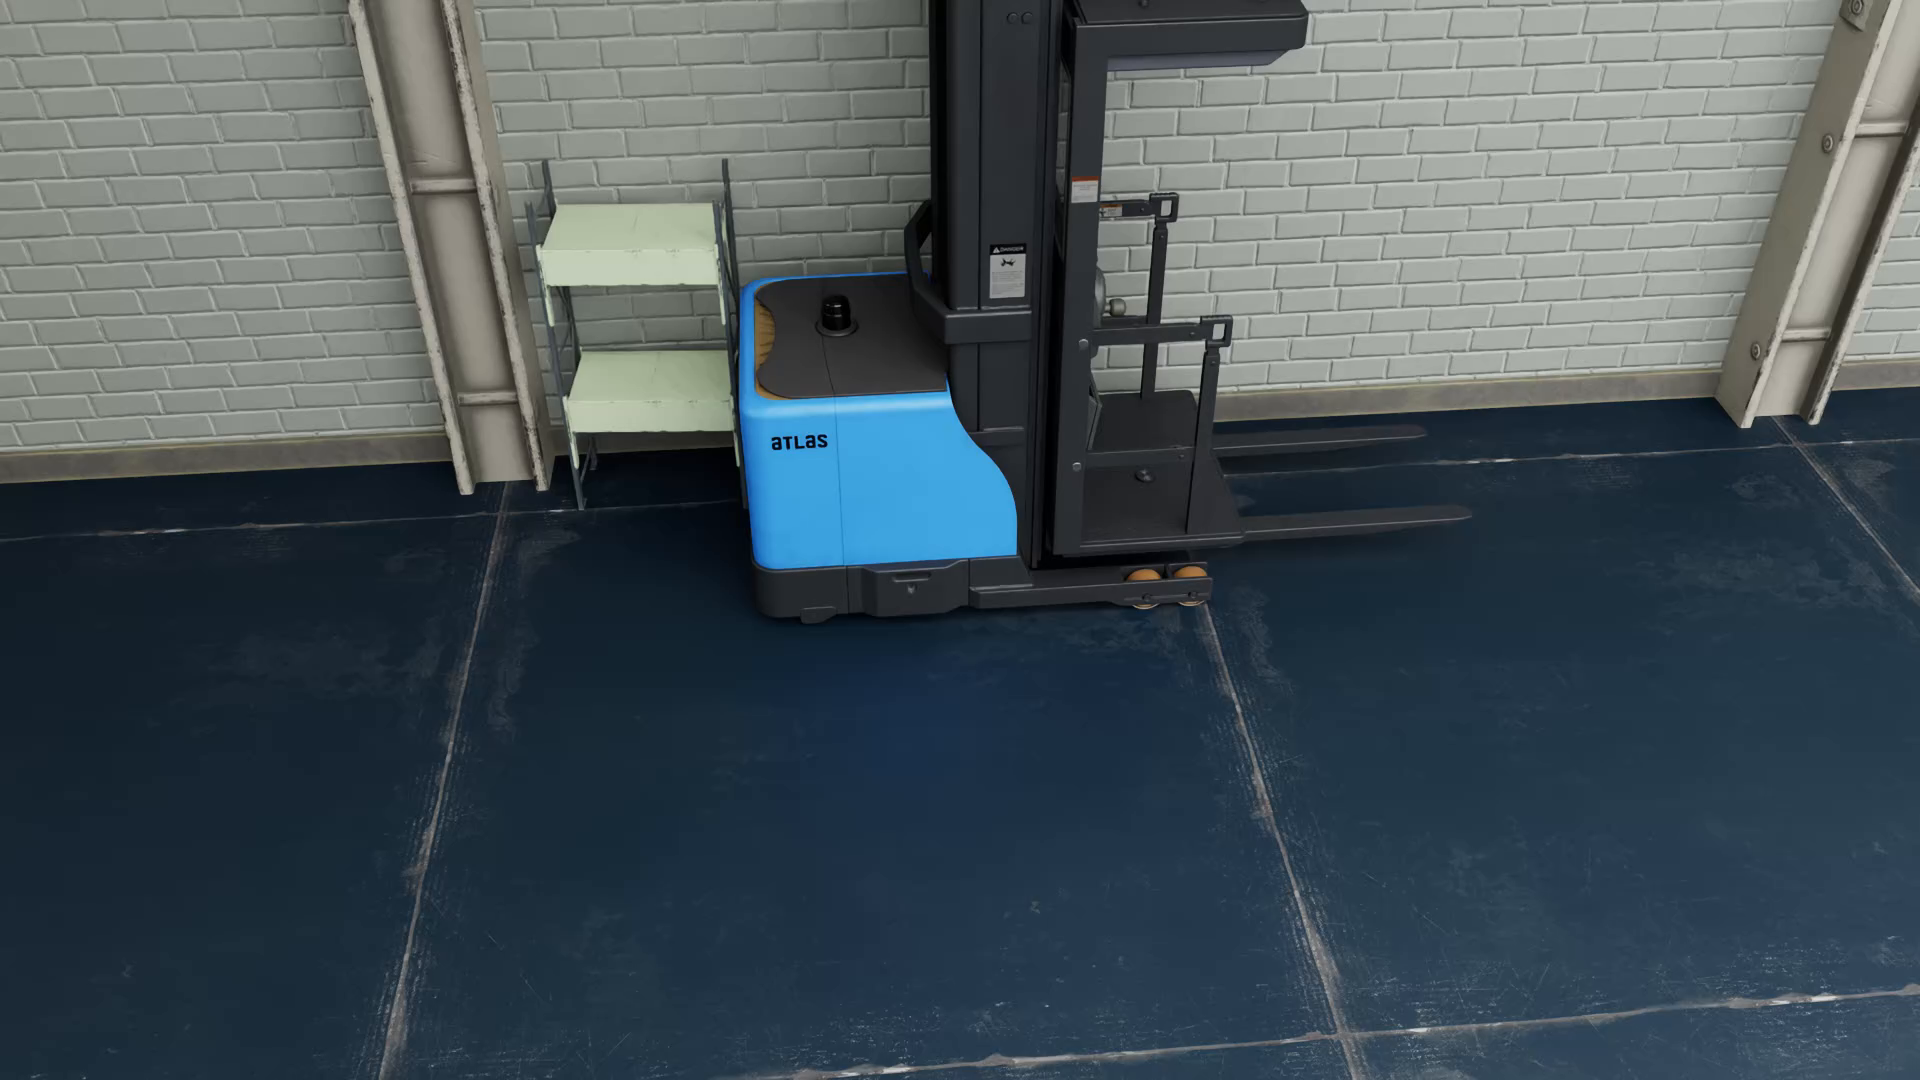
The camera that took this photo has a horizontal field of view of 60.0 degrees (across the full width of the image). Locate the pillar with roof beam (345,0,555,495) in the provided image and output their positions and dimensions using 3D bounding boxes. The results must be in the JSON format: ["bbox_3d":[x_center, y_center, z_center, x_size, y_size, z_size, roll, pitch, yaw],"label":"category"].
[{"bbox_3d":[-1.694,-1.187,1.490,0.400,9.000,9.100,-3,38,-4],"label":"pillar with roof beam"}]

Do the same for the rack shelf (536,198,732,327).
[{"bbox_3d":[-1.325,-1.151,6.868,0.720,0.370,0.431,-1,38,-1],"label":"rack shelf"}]

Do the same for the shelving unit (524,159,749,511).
[{"bbox_3d":[-1.325,-0.845,7.109,0.755,1.500,0.431,-1,38,-1],"label":"shelving unit"}]

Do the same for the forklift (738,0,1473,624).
[{"bbox_3d":[0.627,-1.189,6.391,3.031,2.935,1.130,-4,38,-4],"label":"forklift"}]

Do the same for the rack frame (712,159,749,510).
[{"bbox_3d":[-0.959,-0.849,7.114,0.023,1.500,0.400,-1,38,-1],"label":"rack frame"}]

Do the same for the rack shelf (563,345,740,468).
[{"bbox_3d":[-1.325,-0.589,7.311,0.720,0.370,0.431,-1,38,-1],"label":"rack shelf"}]

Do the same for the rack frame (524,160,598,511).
[{"bbox_3d":[-1.691,-0.841,7.105,0.023,1.500,0.400,-1,38,-1],"label":"rack frame"}]

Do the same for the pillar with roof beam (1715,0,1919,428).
[{"bbox_3d":[4.283,-1.516,1.907,0.400,9.000,9.100,-3,38,-4],"label":"pillar with roof beam"}]
